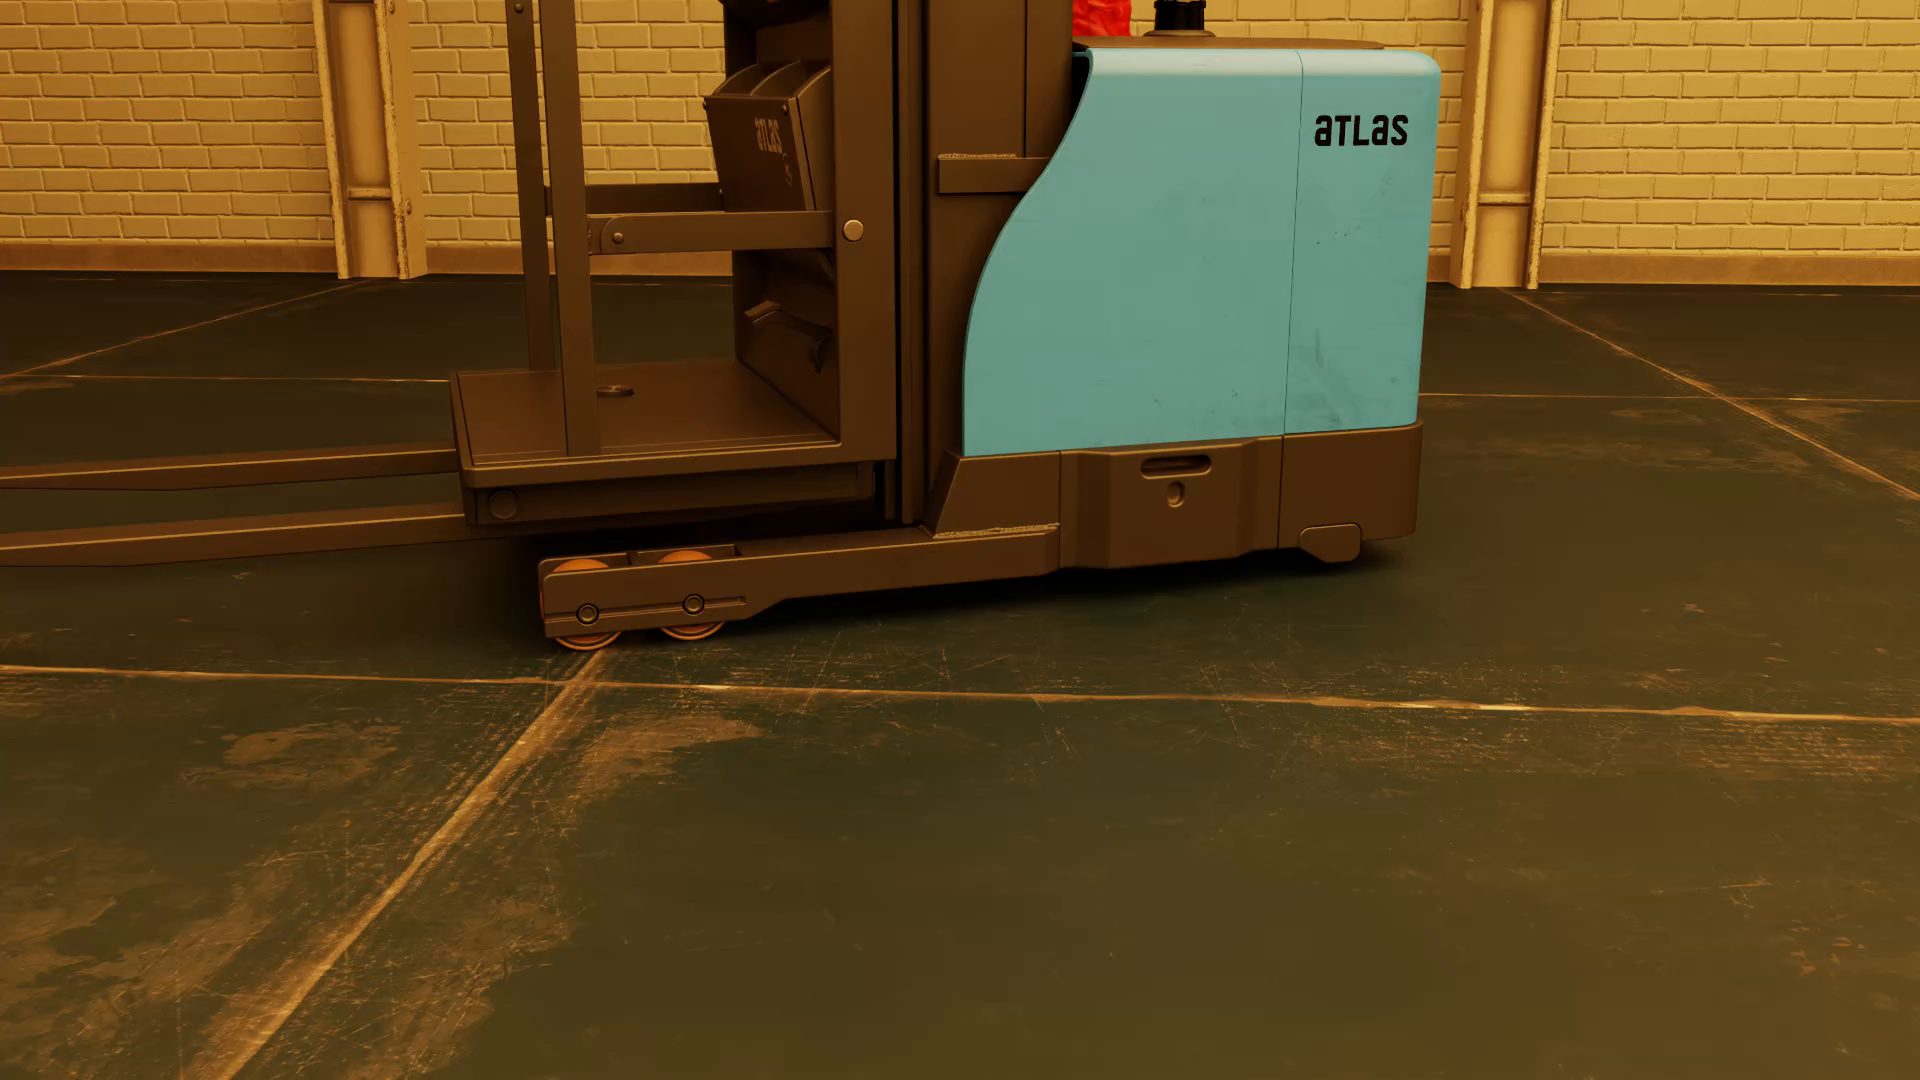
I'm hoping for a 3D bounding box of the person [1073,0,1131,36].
[{"bbox_3d":[0.460,-1.369,5.570,0.416,1.721,0.708,5,16,19],"label":"person"}]

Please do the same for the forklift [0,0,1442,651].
[{"bbox_3d":[-0.580,-1.366,3.251,3.031,2.935,1.130,-5,16,-17],"label":"forklift"}]
